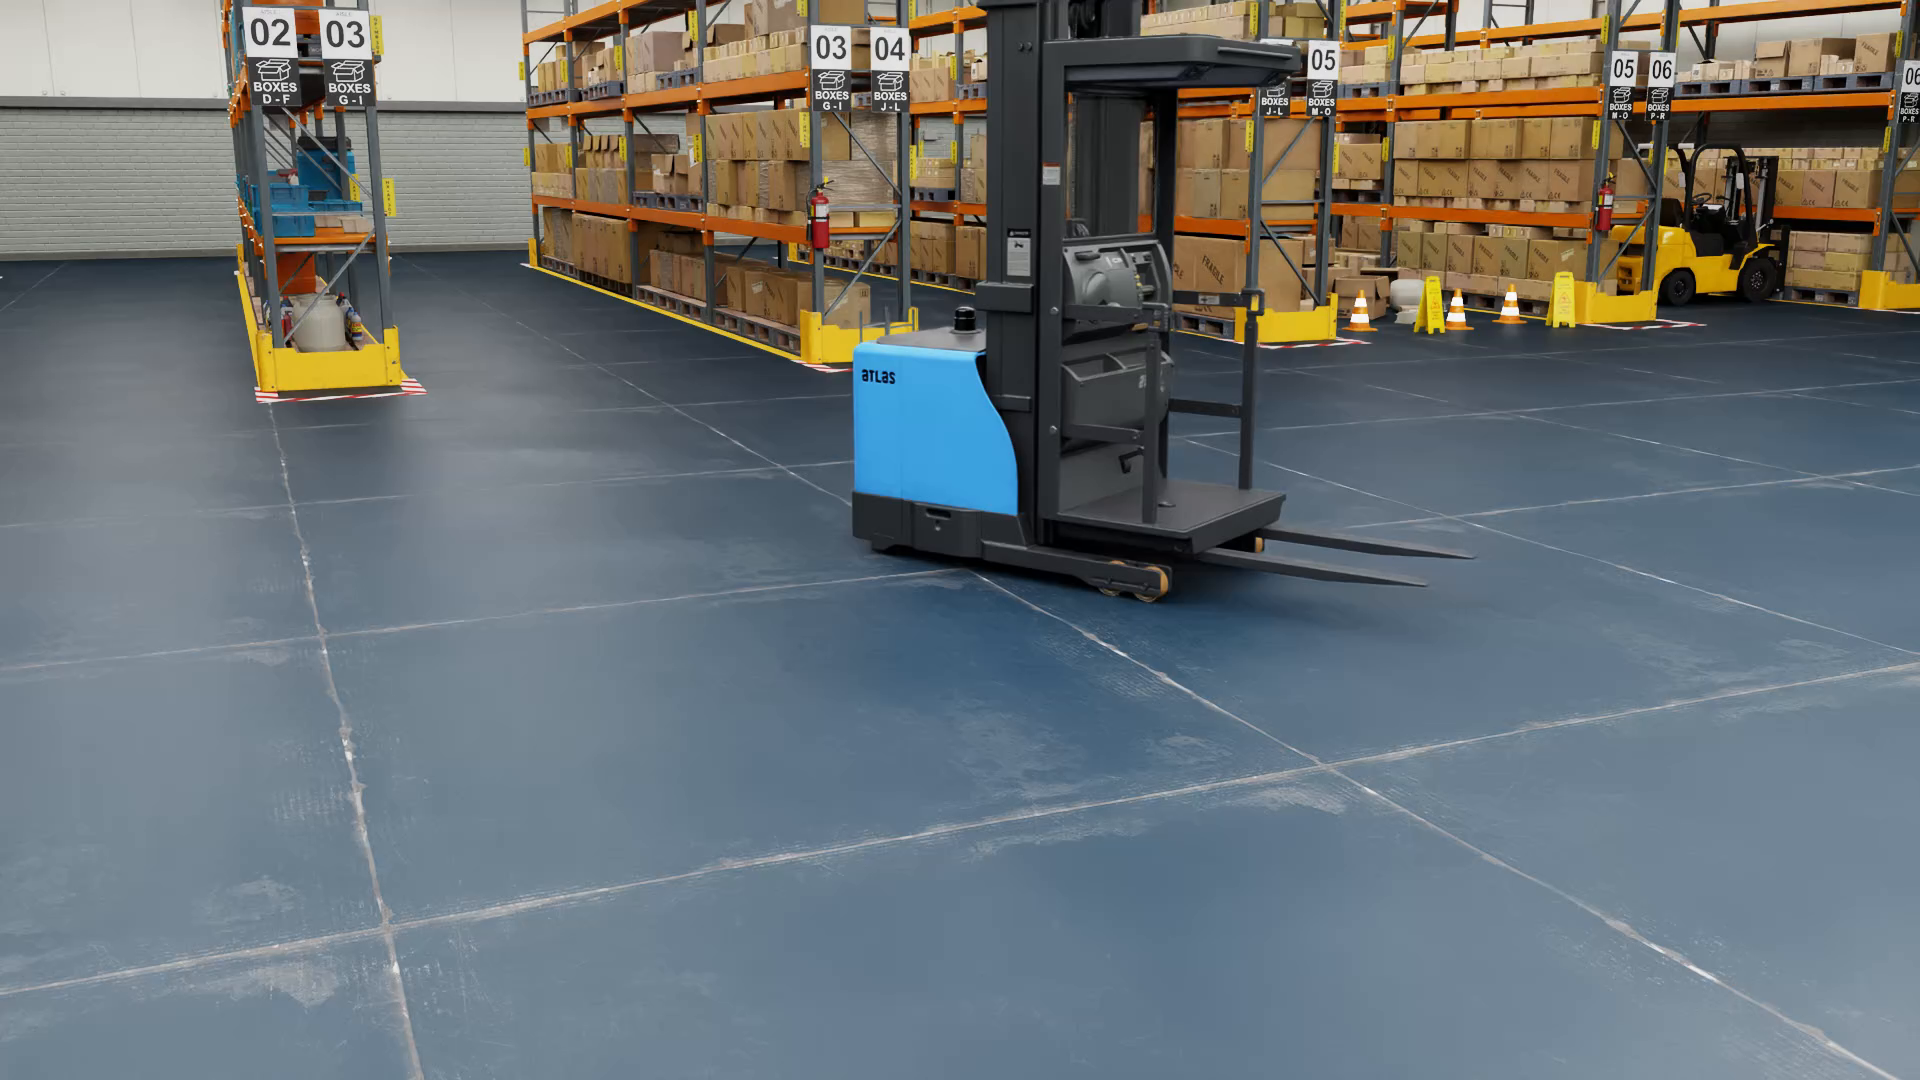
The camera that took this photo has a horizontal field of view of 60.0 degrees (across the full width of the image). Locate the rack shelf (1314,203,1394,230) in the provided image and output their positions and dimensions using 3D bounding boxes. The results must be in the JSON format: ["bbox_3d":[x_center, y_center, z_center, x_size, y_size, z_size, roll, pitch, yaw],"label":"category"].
[{"bbox_3d":[5.701,-5.051,25.638,1.077,0.370,4.000,-6,14,-23],"label":"rack shelf"}]

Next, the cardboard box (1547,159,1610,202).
[{"bbox_3d":[7.635,-4.443,20.533,0.500,0.500,0.500,-6,14,-24],"label":"cardboard box"}]

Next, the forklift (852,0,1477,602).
[{"bbox_3d":[0.935,-1.278,7.892,3.031,2.935,1.130,9,16,34],"label":"forklift"}]

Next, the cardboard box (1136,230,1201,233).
[{"bbox_3d":[2.560,-3.368,20.550,0.875,0.875,0.875,-6,14,-23],"label":"cardboard box"}]

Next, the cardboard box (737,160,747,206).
[{"bbox_3d":[-1.994,-3.988,18.566,0.875,0.500,0.500,-6,14,-23],"label":"cardboard box"}]

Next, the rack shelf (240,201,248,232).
[{"bbox_3d":[-9.519,-4.535,23.408,1.077,0.370,4.000,-6,14,-23],"label":"rack shelf"}]

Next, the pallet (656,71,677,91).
[{"bbox_3d":[-3.146,-5.814,21.104,1.213,0.211,1.003,-6,14,-23],"label":"pallet"}]

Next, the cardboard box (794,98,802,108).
[{"bbox_3d":[-2.854,-8.272,31.640,0.500,0.250,0.500,-5,14,-21],"label":"cardboard box"}]

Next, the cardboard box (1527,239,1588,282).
[{"bbox_3d":[7.545,-3.534,20.992,0.500,0.500,0.500,-6,14,-23],"label":"cardboard box"}]

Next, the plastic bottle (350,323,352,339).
[{"bbox_3d":[-5.996,-2.095,16.499,0.097,0.201,0.097,0,13,0],"label":"plastic bottle"}]

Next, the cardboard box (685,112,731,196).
[{"bbox_3d":[-2.768,-4.767,20.553,1.000,1.000,1.000,-6,14,-23],"label":"cardboard box"}]

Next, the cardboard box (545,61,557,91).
[{"bbox_3d":[-6.761,-8.004,28.773,0.700,0.500,0.500,-7,15,-27],"label":"cardboard box"}]

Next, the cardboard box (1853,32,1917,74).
[{"bbox_3d":[12.251,-6.444,22.033,0.500,0.500,0.500,-5,14,-21],"label":"cardboard box"}]

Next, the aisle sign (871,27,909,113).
[{"bbox_3d":[-0.676,-4.548,16.102,0.394,0.787,0.004,-6,14,-23],"label":"aisle sign"}]

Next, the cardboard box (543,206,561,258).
[{"bbox_3d":[-7.055,-5.617,30.268,0.875,0.875,0.875,-6,14,-23],"label":"cardboard box"}]

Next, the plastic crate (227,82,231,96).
[{"bbox_3d":[-11.563,-7.216,26.881,0.504,0.338,0.767,-6,14,-23],"label":"plastic crate"}]

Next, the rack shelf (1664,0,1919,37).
[{"bbox_3d":[11.850,-7.402,23.376,1.077,0.370,4.000,-6,14,-23],"label":"rack shelf"}]

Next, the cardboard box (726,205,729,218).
[{"bbox_3d":[-2.445,-3.747,18.963,0.380,0.149,0.250,-6,14,-23],"label":"cardboard box"}]

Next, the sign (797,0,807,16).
[{"bbox_3d":[-1.492,-5.114,15.697,0.100,0.325,0.005,-6,14,-23],"label":"sign"}]

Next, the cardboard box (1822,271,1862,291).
[{"bbox_3d":[12.174,-3.545,22.700,0.500,0.250,0.500,-6,14,-23],"label":"cardboard box"}]

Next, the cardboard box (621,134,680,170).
[{"bbox_3d":[-4.458,-5.610,24.009,0.797,0.503,0.637,-5,14,-21],"label":"cardboard box"}]

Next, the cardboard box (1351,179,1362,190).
[{"bbox_3d":[5.954,-5.208,24.346,0.380,0.149,0.250,-6,14,-25],"label":"cardboard box"}]

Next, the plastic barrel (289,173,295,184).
[{"bbox_3d":[-8.111,-4.334,20.694,0.421,0.512,0.421,0,13,0],"label":"plastic barrel"}]

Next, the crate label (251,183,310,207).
[{"bbox_3d":[-6.499,-3.193,15.934,0.502,0.435,0.616,-6,14,-23],"label":"crate label"}]

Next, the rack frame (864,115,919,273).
[{"bbox_3d":[-1.197,-6.173,28.891,1.000,3.000,0.127,-6,14,-23],"label":"rack frame"}]

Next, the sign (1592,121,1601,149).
[{"bbox_3d":[7.588,-4.834,19.836,0.100,0.325,0.005,-6,14,-23],"label":"sign"}]

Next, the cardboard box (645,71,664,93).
[{"bbox_3d":[-3.805,-5.977,21.721,0.500,0.250,0.500,-5,14,-22],"label":"cardboard box"}]

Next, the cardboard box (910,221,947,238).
[{"bbox_3d":[-0.511,-5.026,26.885,0.500,0.250,0.500,-5,14,-22],"label":"cardboard box"}]

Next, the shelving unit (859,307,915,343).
[{"bbox_3d":[-0.388,-0.643,8.985,0.189,1.200,0.258,9,16,34],"label":"shelving unit"}]

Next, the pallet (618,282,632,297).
[{"bbox_3d":[-4.427,-3.731,24.522,1.003,0.211,1.213,-6,14,-23],"label":"pallet"}]

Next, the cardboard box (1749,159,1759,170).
[{"bbox_3d":[11.537,-5.392,23.852,0.380,0.149,0.250,-6,14,-24],"label":"cardboard box"}]

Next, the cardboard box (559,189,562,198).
[{"bbox_3d":[-6.514,-5.817,27.907,0.380,0.149,0.250,-5,14,-22],"label":"cardboard box"}]

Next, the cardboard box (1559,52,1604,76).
[{"bbox_3d":[7.653,-5.777,20.198,0.500,0.250,0.500,-6,14,-24],"label":"cardboard box"}]

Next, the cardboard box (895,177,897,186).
[{"bbox_3d":[-0.835,-5.811,26.951,0.380,0.149,0.250,-6,14,-26],"label":"cardboard box"}]

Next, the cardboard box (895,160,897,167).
[{"bbox_3d":[-0.831,-6.100,26.881,0.380,0.149,0.250,-5,14,-21],"label":"cardboard box"}]

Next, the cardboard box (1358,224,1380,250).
[{"bbox_3d":[8.054,-5.848,32.097,0.500,0.500,0.500,-6,14,-24],"label":"cardboard box"}]

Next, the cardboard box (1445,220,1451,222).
[{"bbox_3d":[8.879,-5.700,30.018,0.380,0.149,0.250,-6,15,-26],"label":"cardboard box"}]

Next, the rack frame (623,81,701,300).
[{"bbox_3d":[-4.180,-4.920,23.475,1.000,3.000,0.127,-6,14,-23],"label":"rack frame"}]

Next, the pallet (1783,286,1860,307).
[{"bbox_3d":[12.307,-3.407,23.122,1.003,0.211,1.213,-6,14,-23],"label":"pallet"}]

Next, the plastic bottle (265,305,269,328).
[{"bbox_3d":[-7.069,-2.256,17.013,0.061,0.283,0.133,-5,14,-20],"label":"plastic bottle"}]

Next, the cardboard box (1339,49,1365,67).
[{"bbox_3d":[5.725,-7.142,24.716,0.500,0.250,0.500,-5,14,-22],"label":"cardboard box"}]

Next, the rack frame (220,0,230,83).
[{"bbox_3d":[-11.923,-9.048,28.007,1.000,3.000,0.127,-6,14,-23],"label":"rack frame"}]

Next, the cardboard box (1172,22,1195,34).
[{"bbox_3d":[2.758,-5.764,18.989,0.500,0.250,0.500,-6,14,-23],"label":"cardboard box"}]

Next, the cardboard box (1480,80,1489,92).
[{"bbox_3d":[7.020,-5.922,21.708,0.380,0.149,0.250,-6,14,-23],"label":"cardboard box"}]

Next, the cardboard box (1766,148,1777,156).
[{"bbox_3d":[11.695,-5.492,23.628,0.380,0.149,0.250,-5,14,-22],"label":"cardboard box"}]

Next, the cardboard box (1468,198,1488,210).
[{"bbox_3d":[6.965,-4.457,22.034,0.380,0.149,0.250,-6,14,-23],"label":"cardboard box"}]

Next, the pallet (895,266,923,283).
[{"bbox_3d":[-0.392,-4.402,27.420,1.003,0.211,1.213,-6,14,-23],"label":"pallet"}]

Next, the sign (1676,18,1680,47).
[{"bbox_3d":[8.602,-6.098,19.976,0.100,0.325,0.005,-6,14,-23],"label":"sign"}]

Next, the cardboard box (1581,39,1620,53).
[{"bbox_3d":[7.699,-5.933,19.988,0.380,0.149,0.250,-5,14,-22],"label":"cardboard box"}]

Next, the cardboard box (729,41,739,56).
[{"bbox_3d":[-2.307,-5.364,18.192,0.380,0.149,0.250,-6,14,-24],"label":"cardboard box"}]

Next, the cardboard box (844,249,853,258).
[{"bbox_3d":[-1.859,-5.149,29.857,0.380,0.149,0.250,-6,14,-25],"label":"cardboard box"}]

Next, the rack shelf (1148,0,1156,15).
[{"bbox_3d":[2.808,-6.485,19.414,1.077,0.370,4.000,-6,14,-23],"label":"rack shelf"}]

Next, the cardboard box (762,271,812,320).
[{"bbox_3d":[-1.897,-2.755,18.734,0.500,0.500,0.500,-7,15,-28],"label":"cardboard box"}]

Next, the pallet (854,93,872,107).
[{"bbox_3d":[-1.048,-7.406,27.981,1.213,0.211,1.003,-6,14,-23],"label":"pallet"}]

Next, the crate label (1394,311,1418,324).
[{"bbox_3d":[5.498,-2.726,20.345,0.298,0.136,0.250,9,16,35],"label":"crate label"}]
